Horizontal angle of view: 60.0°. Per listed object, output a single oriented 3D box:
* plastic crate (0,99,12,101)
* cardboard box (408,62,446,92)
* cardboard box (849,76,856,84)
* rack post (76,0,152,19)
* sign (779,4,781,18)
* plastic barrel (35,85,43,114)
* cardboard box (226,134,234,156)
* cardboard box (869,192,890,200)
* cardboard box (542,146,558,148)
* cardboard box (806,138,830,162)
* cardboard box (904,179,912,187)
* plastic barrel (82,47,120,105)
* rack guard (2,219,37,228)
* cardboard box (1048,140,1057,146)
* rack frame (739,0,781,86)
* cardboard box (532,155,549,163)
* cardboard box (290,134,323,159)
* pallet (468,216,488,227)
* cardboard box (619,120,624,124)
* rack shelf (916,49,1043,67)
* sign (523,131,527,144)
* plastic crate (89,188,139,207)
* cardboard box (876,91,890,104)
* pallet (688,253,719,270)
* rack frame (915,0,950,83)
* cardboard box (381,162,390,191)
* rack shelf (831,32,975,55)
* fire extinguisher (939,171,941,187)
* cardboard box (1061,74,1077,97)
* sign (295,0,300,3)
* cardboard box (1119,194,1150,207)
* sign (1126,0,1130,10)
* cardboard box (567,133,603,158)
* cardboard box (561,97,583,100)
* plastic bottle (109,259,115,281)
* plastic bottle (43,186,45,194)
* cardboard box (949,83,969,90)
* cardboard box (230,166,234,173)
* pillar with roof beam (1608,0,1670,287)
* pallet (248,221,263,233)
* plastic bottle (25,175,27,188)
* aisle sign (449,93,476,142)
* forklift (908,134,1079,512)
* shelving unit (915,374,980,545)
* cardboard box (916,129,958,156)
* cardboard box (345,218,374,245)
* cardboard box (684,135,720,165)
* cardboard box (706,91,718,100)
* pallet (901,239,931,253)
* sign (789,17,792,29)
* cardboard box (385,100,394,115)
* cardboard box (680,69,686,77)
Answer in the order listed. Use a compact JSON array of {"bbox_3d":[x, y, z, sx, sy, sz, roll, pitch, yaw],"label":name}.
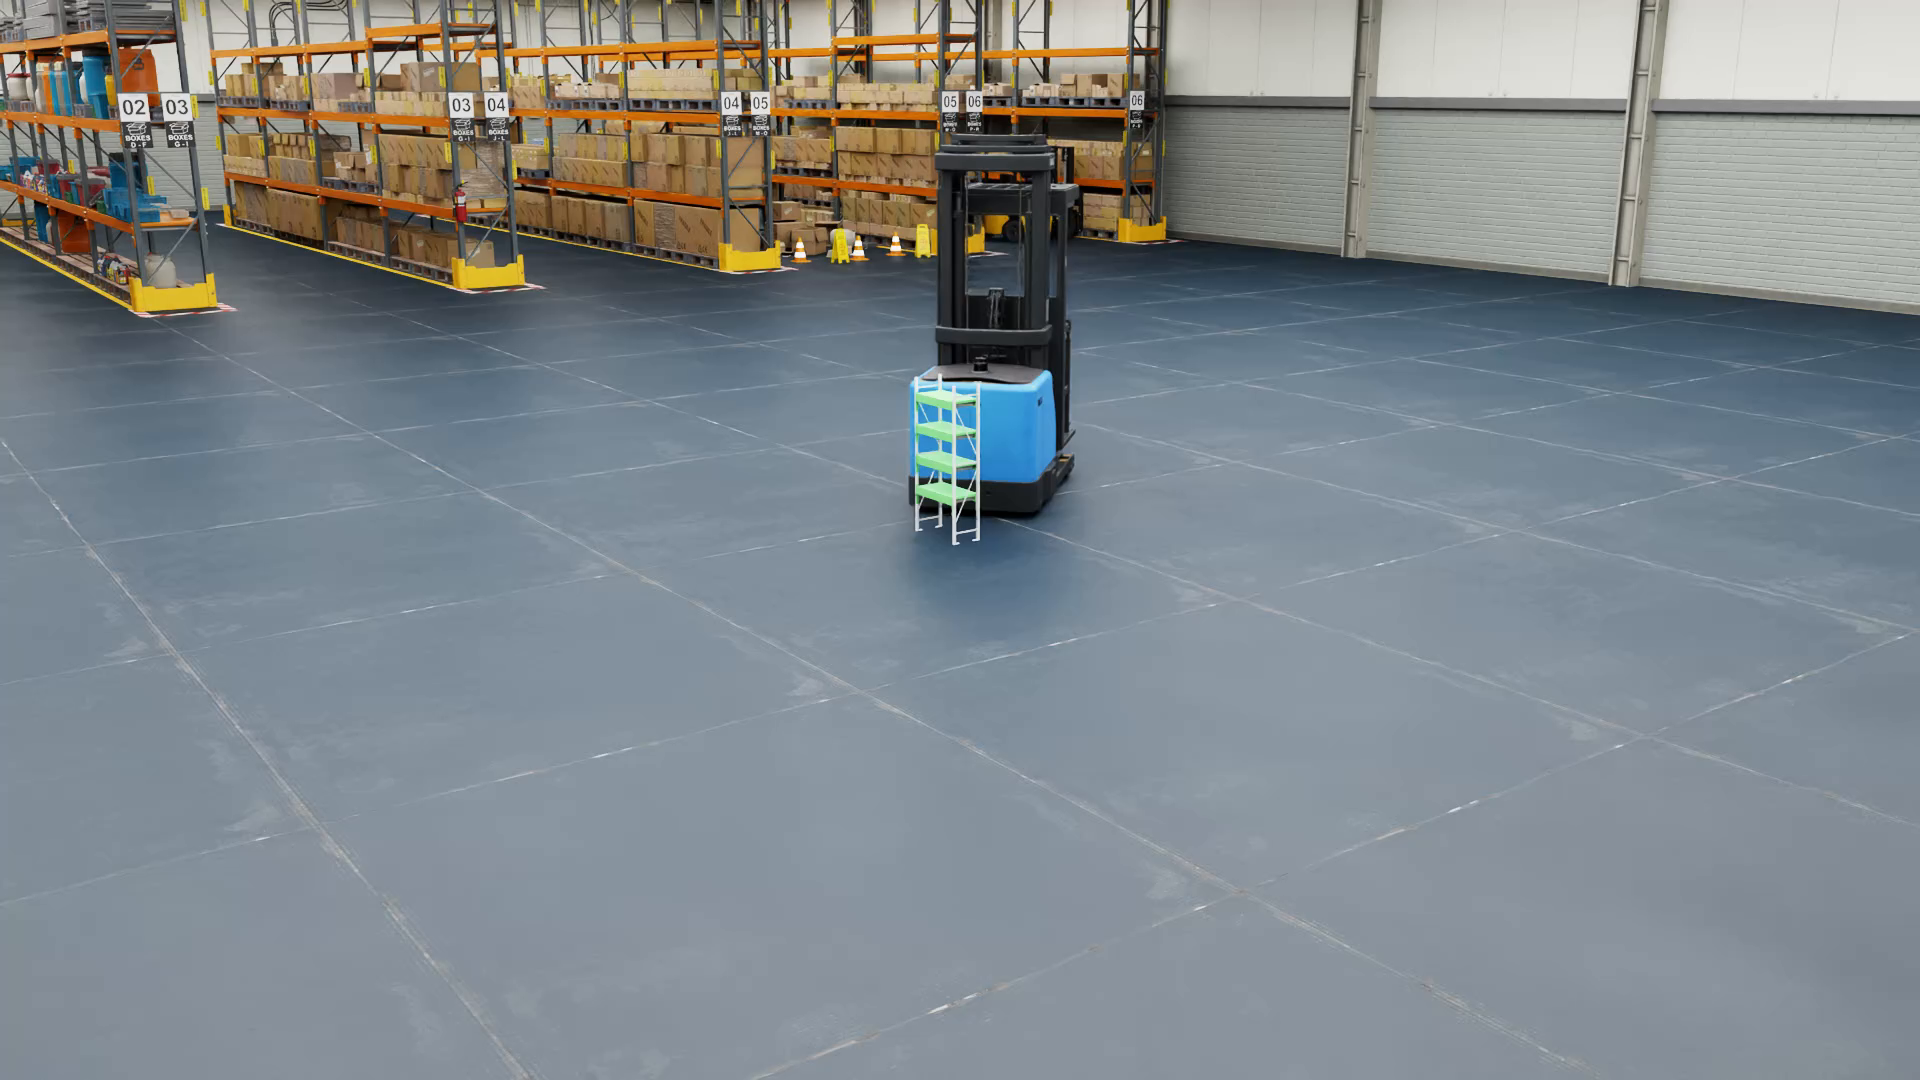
[{"bbox_3d":[-19.867,-9.087,34.730,0.416,0.233,0.300,-11,19,-35],"label":"plastic crate"},{"bbox_3d":[-9.128,-7.954,28.572,0.500,0.500,0.500,-11,19,-35],"label":"cardboard box"},{"bbox_3d":[-2.668,-10.285,37.330,0.500,0.250,0.500,-11,19,-36],"label":"cardboard box"},{"bbox_3d":[-13.183,-8.280,25.924,0.937,0.300,0.954,-11,19,-36],"label":"rack post"},{"bbox_3d":[-4.266,-12.497,39.272,0.100,0.325,0.005,-11,19,-35],"label":"sign"},{"bbox_3d":[-16.787,-8.109,30.627,0.421,0.512,0.421,0,15,0],"label":"plastic barrel"},{"bbox_3d":[-17.061,-9.381,39.468,0.500,0.500,0.500,-11,19,-36],"label":"cardboard box"},{"bbox_3d":[-1.730,-7.355,35.531,0.380,0.149,0.250,-10,18,-31],"label":"cardboard box"},{"bbox_3d":[-9.376,-8.960,38.185,0.380,0.149,0.250,-10,18,-32],"label":"cardboard box"},{"bbox_3d":[-3.097,-8.738,37.270,0.500,0.500,0.500,-11,19,-34],"label":"cardboard box"},{"bbox_3d":[-0.937,-7.391,34.375,0.380,0.149,0.250,-10,18,-34],"label":"cardboard box"},{"bbox_3d":[-13.871,-7.530,26.978,0.600,0.901,0.708,-11,19,-35],"label":"plastic barrel"},{"bbox_3d":[-21.450,-7.228,38.036,1.175,0.500,0.348,-11,19,-35],"label":"rack guard"},{"bbox_3d":[2.239,-9.119,38.232,0.380,0.149,0.250,-11,19,-35],"label":"cardboard box"},{"bbox_3d":[-4.699,-11.922,39.091,1.000,3.000,0.127,-11,19,-35],"label":"rack frame"},{"bbox_3d":[-9.303,-8.499,37.062,0.380,0.149,0.250,-10,18,-33],"label":"cardboard box"},{"bbox_3d":[-13.913,-8.463,35.726,0.797,0.503,0.637,-10,18,-33],"label":"cardboard box"},{"bbox_3d":[-11.419,-7.886,40.989,1.003,0.211,1.213,-11,19,-35],"label":"pallet"},{"bbox_3d":[-8.977,-11.290,44.832,0.380,0.149,0.250,-12,19,-36],"label":"cardboard box"},{"bbox_3d":[0.489,-11.727,40.496,1.077,0.370,4.000,-11,19,-35],"label":"rack shelf"},{"bbox_3d":[-10.549,-9.738,40.282,0.100,0.325,0.005,-11,19,-35],"label":"sign"},{"bbox_3d":[-14.165,-5.706,27.860,0.767,0.338,0.504,-11,19,-35],"label":"plastic crate"},{"bbox_3d":[-1.417,-9.231,34.660,0.500,0.250,0.500,-11,19,-34],"label":"cardboard box"},{"bbox_3d":[-4.474,-5.344,31.703,1.003,0.211,1.213,-11,19,-35],"label":"pallet"},{"bbox_3d":[-0.687,-12.694,41.908,1.000,3.000,0.127,-11,19,-35],"label":"rack frame"},{"bbox_3d":[-10.149,-6.723,30.703,0.875,0.500,0.500,-11,19,-35],"label":"cardboard box"},{"bbox_3d":[-1.172,-10.293,34.505,1.077,0.370,4.000,-11,19,-35],"label":"rack shelf"},{"bbox_3d":[-0.301,-7.187,33.301,0.296,0.674,0.183,-11,19,-35],"label":"fire extinguisher"},{"bbox_3d":[2.725,-10.261,37.522,0.797,0.503,0.637,-10,18,-33],"label":"cardboard box"},{"bbox_3d":[-13.162,-10.824,33.009,0.100,0.325,0.005,-11,19,-35],"label":"sign"},{"bbox_3d":[3.888,-7.582,37.117,0.500,0.250,0.500,-11,19,-35],"label":"cardboard box"},{"bbox_3d":[3.570,-11.393,35.237,0.100,0.325,0.005,-11,19,-35],"label":"sign"},{"bbox_3d":[-8.090,-8.564,36.101,0.700,0.500,0.500,-11,19,-35],"label":"cardboard box"},{"bbox_3d":[-8.765,-9.897,37.184,0.500,0.500,0.500,-11,19,-35],"label":"cardboard box"},{"bbox_3d":[-13.870,-4.434,27.280,0.144,0.351,0.185,-11,19,-35],"label":"plastic bottle"},{"bbox_3d":[-17.494,-6.723,31.834,0.097,0.201,0.097,0,15,0],"label":"plastic bottle"},{"bbox_3d":[-0.040,-9.138,33.566,0.380,0.149,0.250,-11,19,-35],"label":"cardboard box"},{"bbox_3d":[-17.175,-8.842,39.674,0.380,0.149,0.250,-11,19,-36],"label":"cardboard box"},{"bbox_3d":[7.910,-8.043,24.918,9.100,9.000,0.400,-11,19,-35],"label":"pillar with roof beam"},{"bbox_3d":[-16.173,-7.435,39.341,1.003,0.211,1.213,-11,19,-35],"label":"pallet"},{"bbox_3d":[-18.849,-7.249,33.623,0.097,0.271,0.097,0,15,0],"label":"plastic bottle"},{"bbox_3d":[-8.218,-6.976,27.459,0.394,0.787,0.004,-11,19,-35],"label":"aisle sign"},{"bbox_3d":[0.402,-1.975,14.240,1.130,2.935,3.031,3,16,12],"label":"forklift"},{"bbox_3d":[-0.097,-0.614,12.547,0.258,1.200,0.503,-11,19,-35],"label":"shelving unit"},{"bbox_3d":[-0.473,-8.070,33.731,0.700,0.500,0.500,-11,19,-36],"label":"cardboard box"},{"bbox_3d":[-11.969,-6.241,33.597,0.700,0.500,0.500,-13,20,-39],"label":"cardboard box"},{"bbox_3d":[-4.744,-7.453,31.795,0.875,0.550,0.550,-11,19,-35],"label":"cardboard box"},{"bbox_3d":[-4.410,-8.125,30.391,0.380,0.149,0.250,-11,19,-35],"label":"cardboard box"},{"bbox_3d":[-0.489,-6.171,34.722,1.003,0.211,1.213,-11,19,-35],"label":"pallet"},{"bbox_3d":[-4.930,-15.011,48.305,0.100,0.325,0.005,-11,19,-35],"label":"sign"},{"bbox_3d":[-9.991,-7.763,29.859,0.500,0.250,0.500,-11,19,-35],"label":"cardboard box"},{"bbox_3d":[-5.008,-8.728,31.081,0.380,0.149,0.250,-11,19,-34],"label":"cardboard box"}]
